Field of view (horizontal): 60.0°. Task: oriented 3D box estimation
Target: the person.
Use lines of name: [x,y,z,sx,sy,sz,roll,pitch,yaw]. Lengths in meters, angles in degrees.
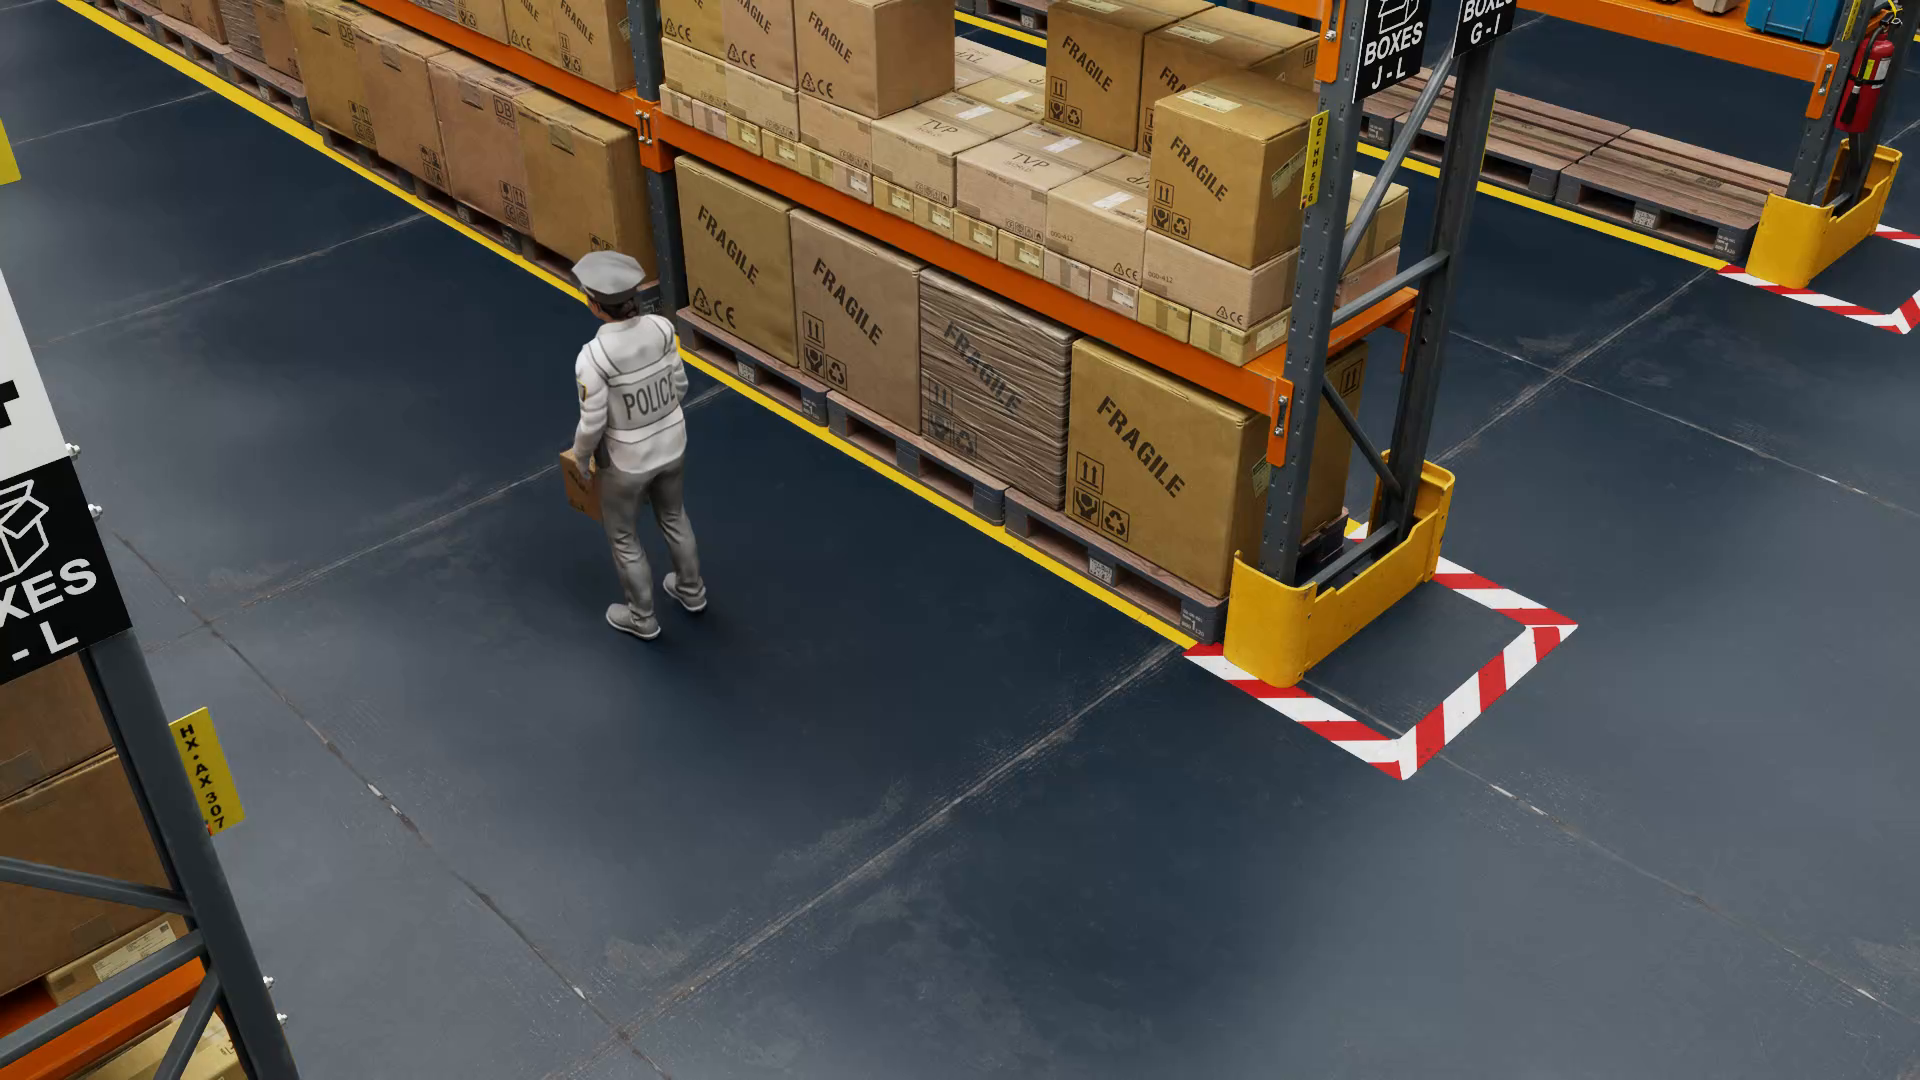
person: [-1.284,-0.346,6.615,0.360,1.677,0.506,29,45,34]
